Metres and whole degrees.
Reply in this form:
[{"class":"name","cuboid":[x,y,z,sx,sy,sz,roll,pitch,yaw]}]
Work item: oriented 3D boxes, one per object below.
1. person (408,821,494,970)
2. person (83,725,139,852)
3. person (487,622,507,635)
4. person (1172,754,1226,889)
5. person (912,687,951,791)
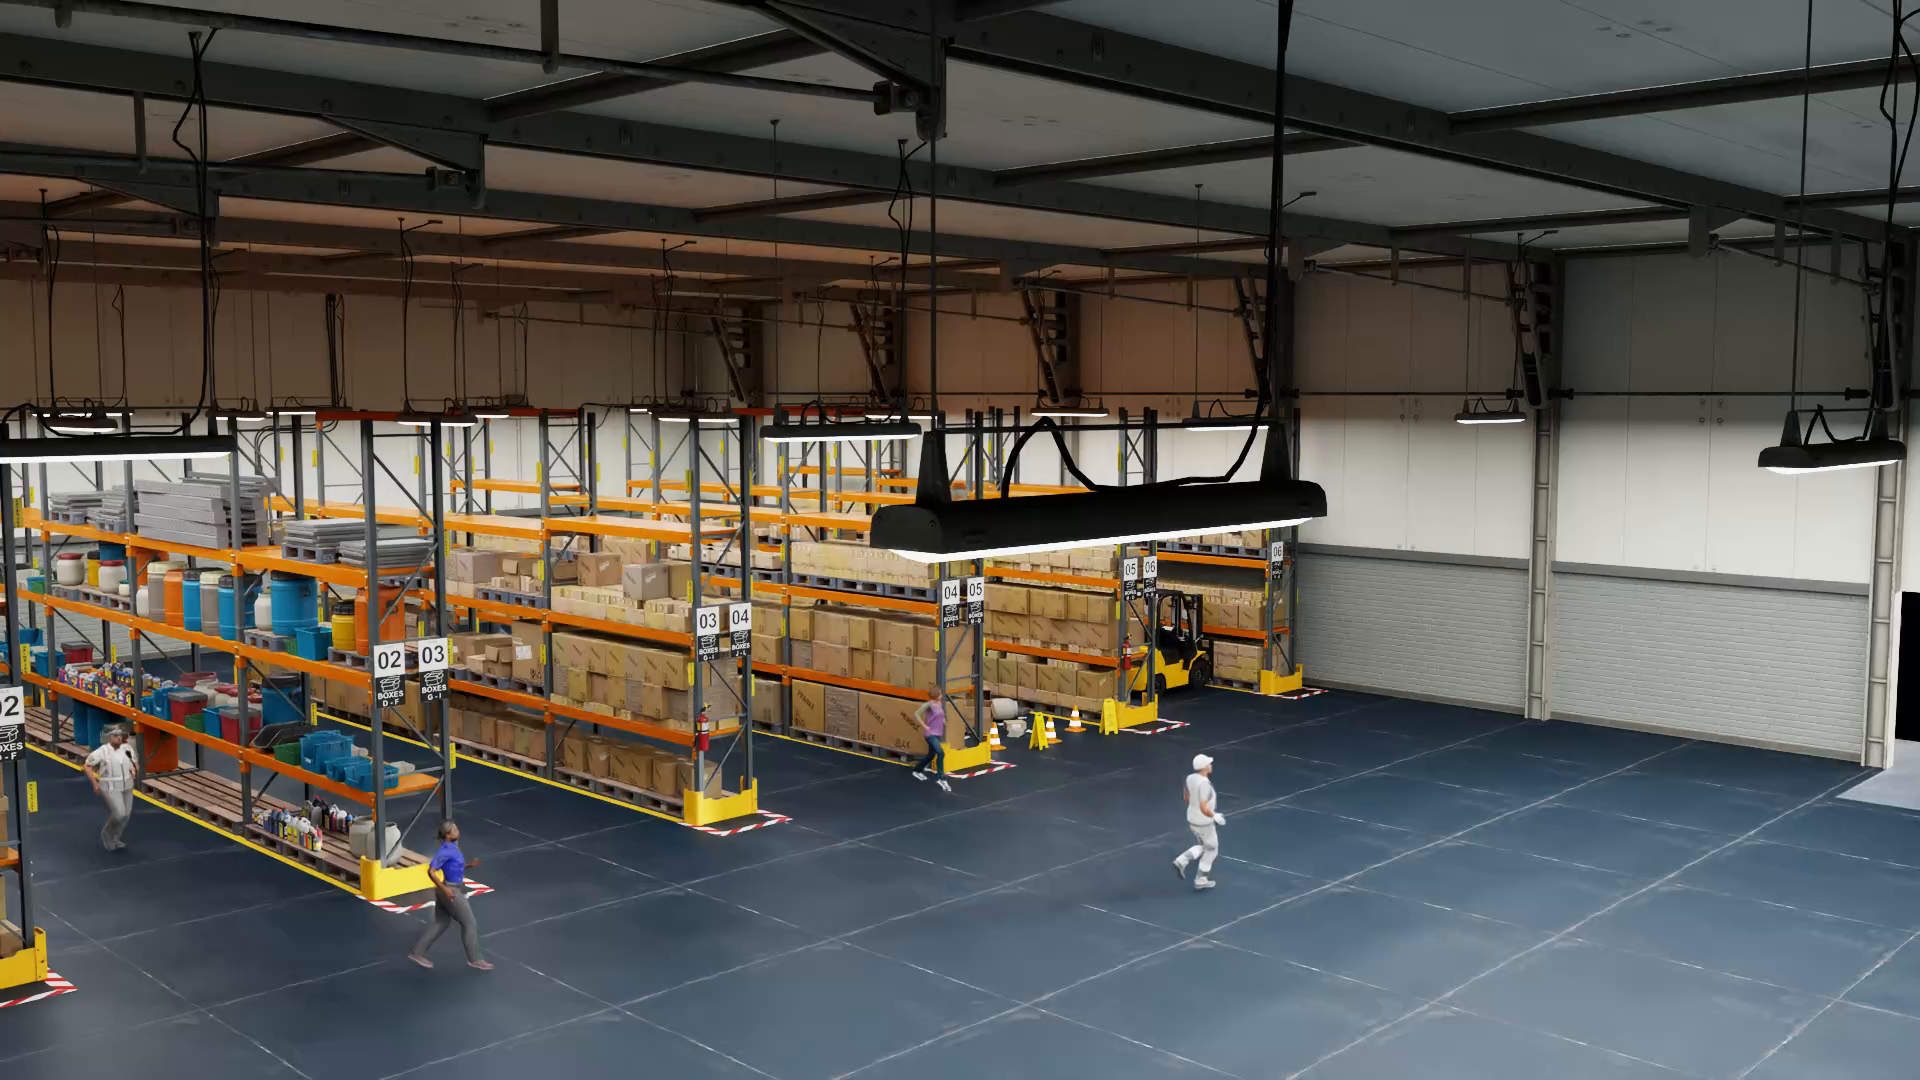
[{"class":"person","cuboid":[-5.548,3.886,18.096,0.867,1.682,0.548,-2,6,-24]},{"class":"person","cuboid":[-11.605,3.421,22.921,0.666,1.761,0.642,3,6,32]},{"class":"person","cuboid":[-11.405,1.845,40.679,0.953,1.741,0.714,1,5,10]},{"class":"person","cuboid":[3.034,3.587,21.155,0.612,1.742,0.643,-1,5,-16]},{"class":"person","cuboid":[-0.420,3.164,26.774,0.830,1.612,0.538,3,6,28]}]
